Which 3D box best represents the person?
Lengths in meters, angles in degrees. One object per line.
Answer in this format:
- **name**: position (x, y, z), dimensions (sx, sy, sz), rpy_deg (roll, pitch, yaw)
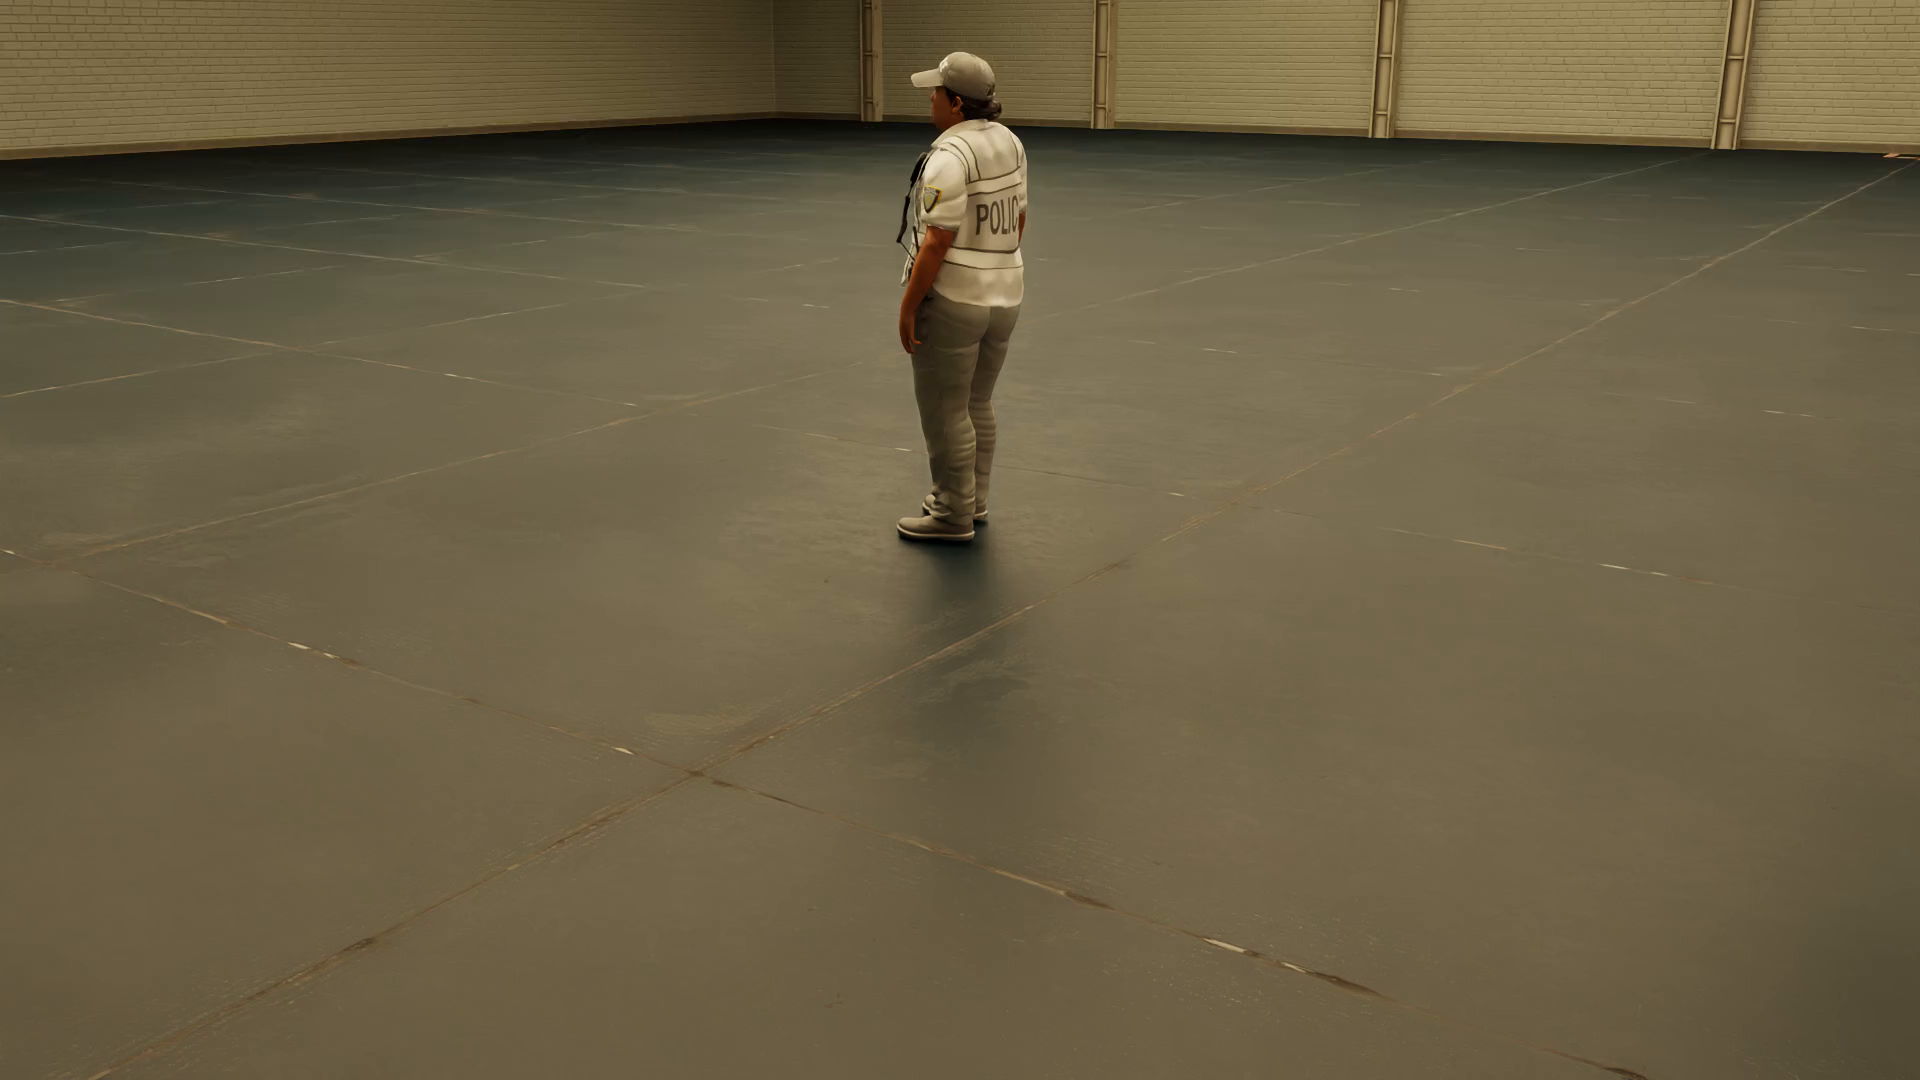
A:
- **person**: position (-0.050, -0.823, 5.767), dimensions (0.529, 1.670, 0.598), rpy_deg (11, 20, 33)
